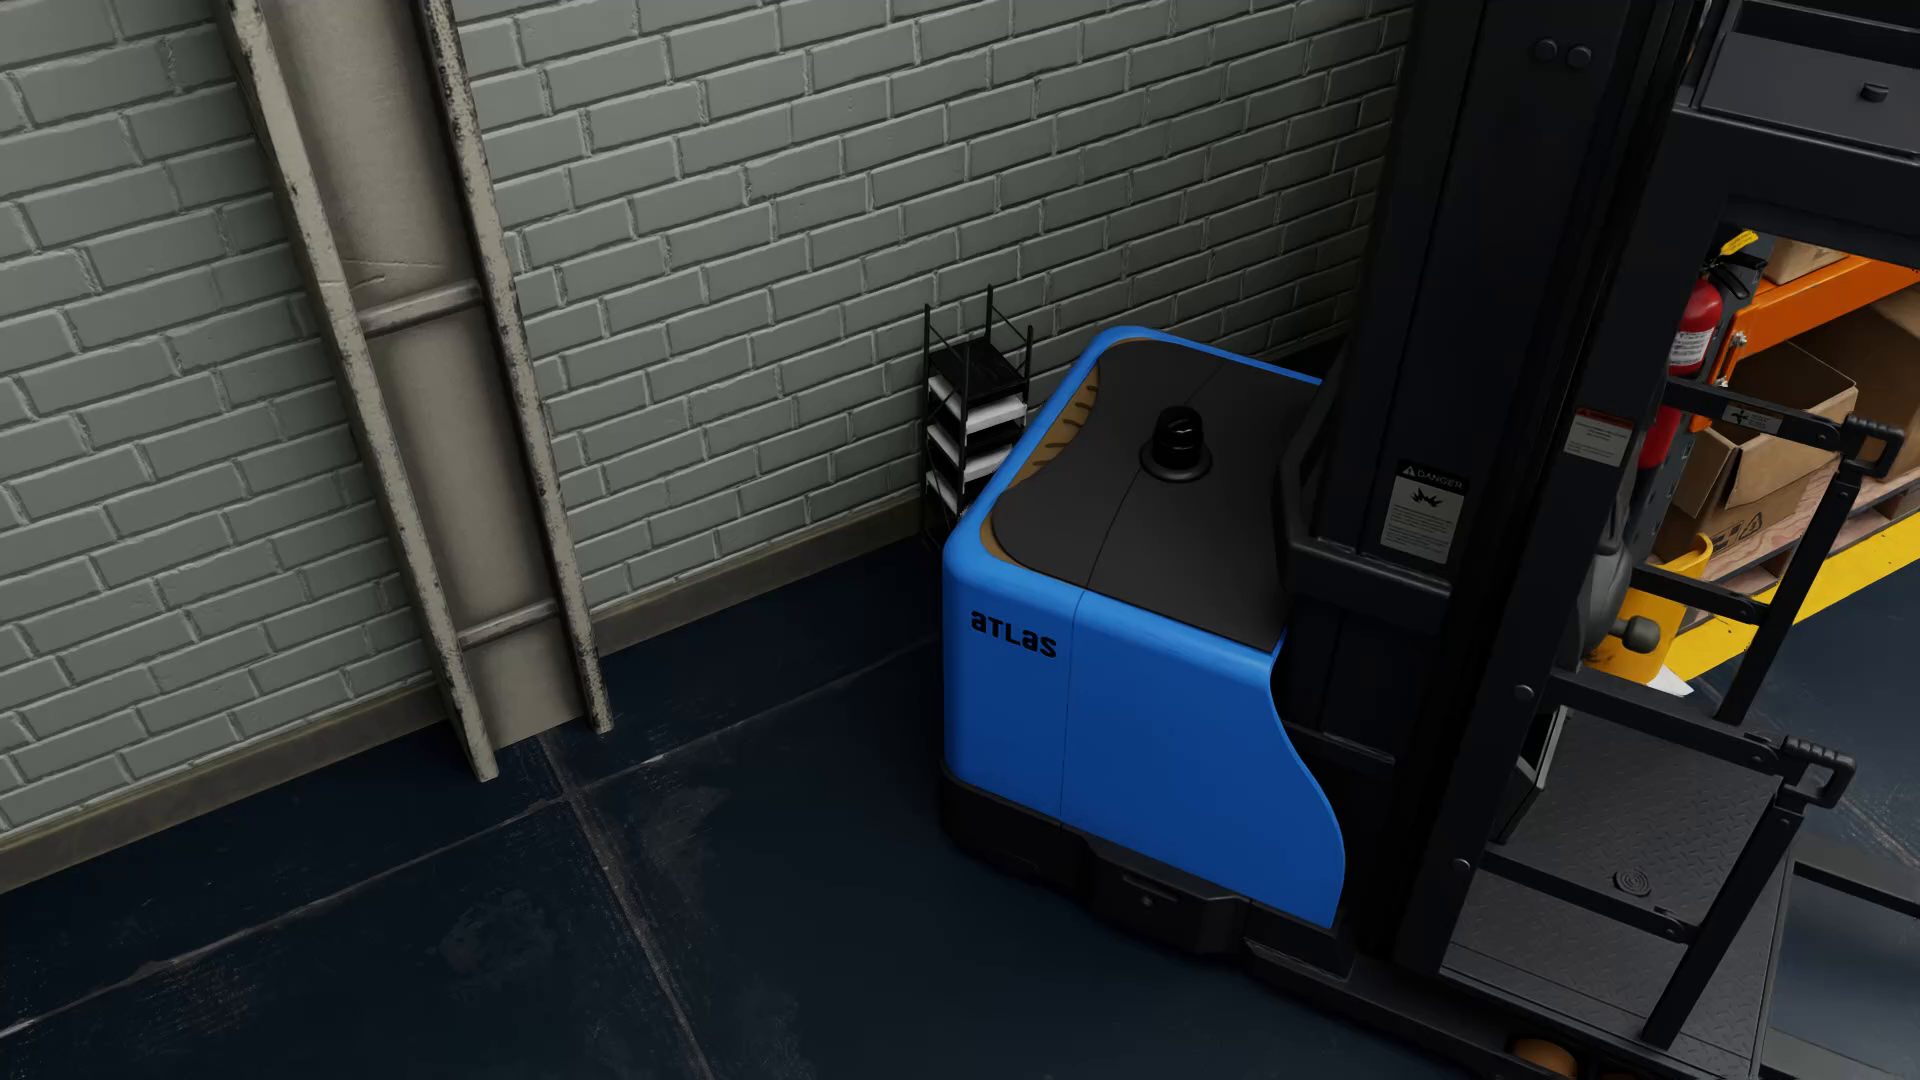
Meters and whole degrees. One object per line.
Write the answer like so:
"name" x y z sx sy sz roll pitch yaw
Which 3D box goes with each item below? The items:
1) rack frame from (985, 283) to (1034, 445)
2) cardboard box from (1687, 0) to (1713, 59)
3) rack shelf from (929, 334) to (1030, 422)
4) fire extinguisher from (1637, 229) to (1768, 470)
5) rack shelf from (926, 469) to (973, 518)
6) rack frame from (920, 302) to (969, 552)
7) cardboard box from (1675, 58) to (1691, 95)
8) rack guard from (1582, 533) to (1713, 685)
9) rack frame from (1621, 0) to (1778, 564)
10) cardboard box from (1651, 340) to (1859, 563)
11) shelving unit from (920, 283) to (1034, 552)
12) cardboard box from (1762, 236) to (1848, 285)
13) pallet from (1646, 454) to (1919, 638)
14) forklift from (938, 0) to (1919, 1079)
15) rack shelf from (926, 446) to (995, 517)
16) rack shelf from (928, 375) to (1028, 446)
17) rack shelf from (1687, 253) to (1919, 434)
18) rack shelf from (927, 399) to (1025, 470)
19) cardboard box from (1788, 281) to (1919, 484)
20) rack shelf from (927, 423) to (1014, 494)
"rack frame" 0.126 -0.324 4.938 0.006 0.900 0.240 -20 48 -22
"cardboard box" 1.831 -1.334 4.365 0.500 0.250 0.500 -20 48 -20
"rack shelf" 0.045 -0.465 4.738 0.200 0.077 0.258 -20 48 -22
"fire extinguisher" 1.667 -0.470 3.903 0.183 0.674 0.296 -22 48 -21
"rack shelf" 0.031 -0.137 5.045 0.200 0.077 0.258 -20 48 -22
"rack frame" -0.051 -0.260 4.861 0.006 0.900 0.240 -20 48 -22
"cardboard box" 2.092 -1.009 4.030 0.500 0.250 0.500 -22 48 -21
"rack guard" 1.630 -0.091 4.985 0.348 0.500 1.175 -22 48 -21
"rack frame" 1.564 -0.961 4.087 0.127 3.000 1.000 -22 48 -21
"cardboard box" 2.142 -0.371 4.970 0.637 0.503 0.797 -24 49 -22
"shelving unit" 0.038 -0.292 4.900 0.210 0.900 0.258 -20 48 -22
"cardboard box" 1.986 -0.820 4.121 0.250 0.149 0.380 -22 48 -21
"pallet" 2.321 -0.264 5.371 1.213 0.211 1.003 -22 48 -21
"forklift" 1.497 -0.097 3.245 3.031 2.935 1.130 19 47 19
"rack shelf" 0.034 -0.202 4.984 0.200 0.077 0.258 -20 48 -22
"rack shelf" 0.042 -0.399 4.800 0.200 0.077 0.258 -20 48 -22
"rack shelf" 3.298 -1.397 5.052 4.000 0.370 1.077 -22 48 -21
"rack shelf" 0.040 -0.334 4.861 0.200 0.077 0.258 -20 48 -22
"cardboard box" 2.902 -0.643 5.252 0.500 0.500 0.700 -20 48 -19
"rack shelf" 0.037 -0.268 4.923 0.200 0.077 0.258 -20 48 -22
